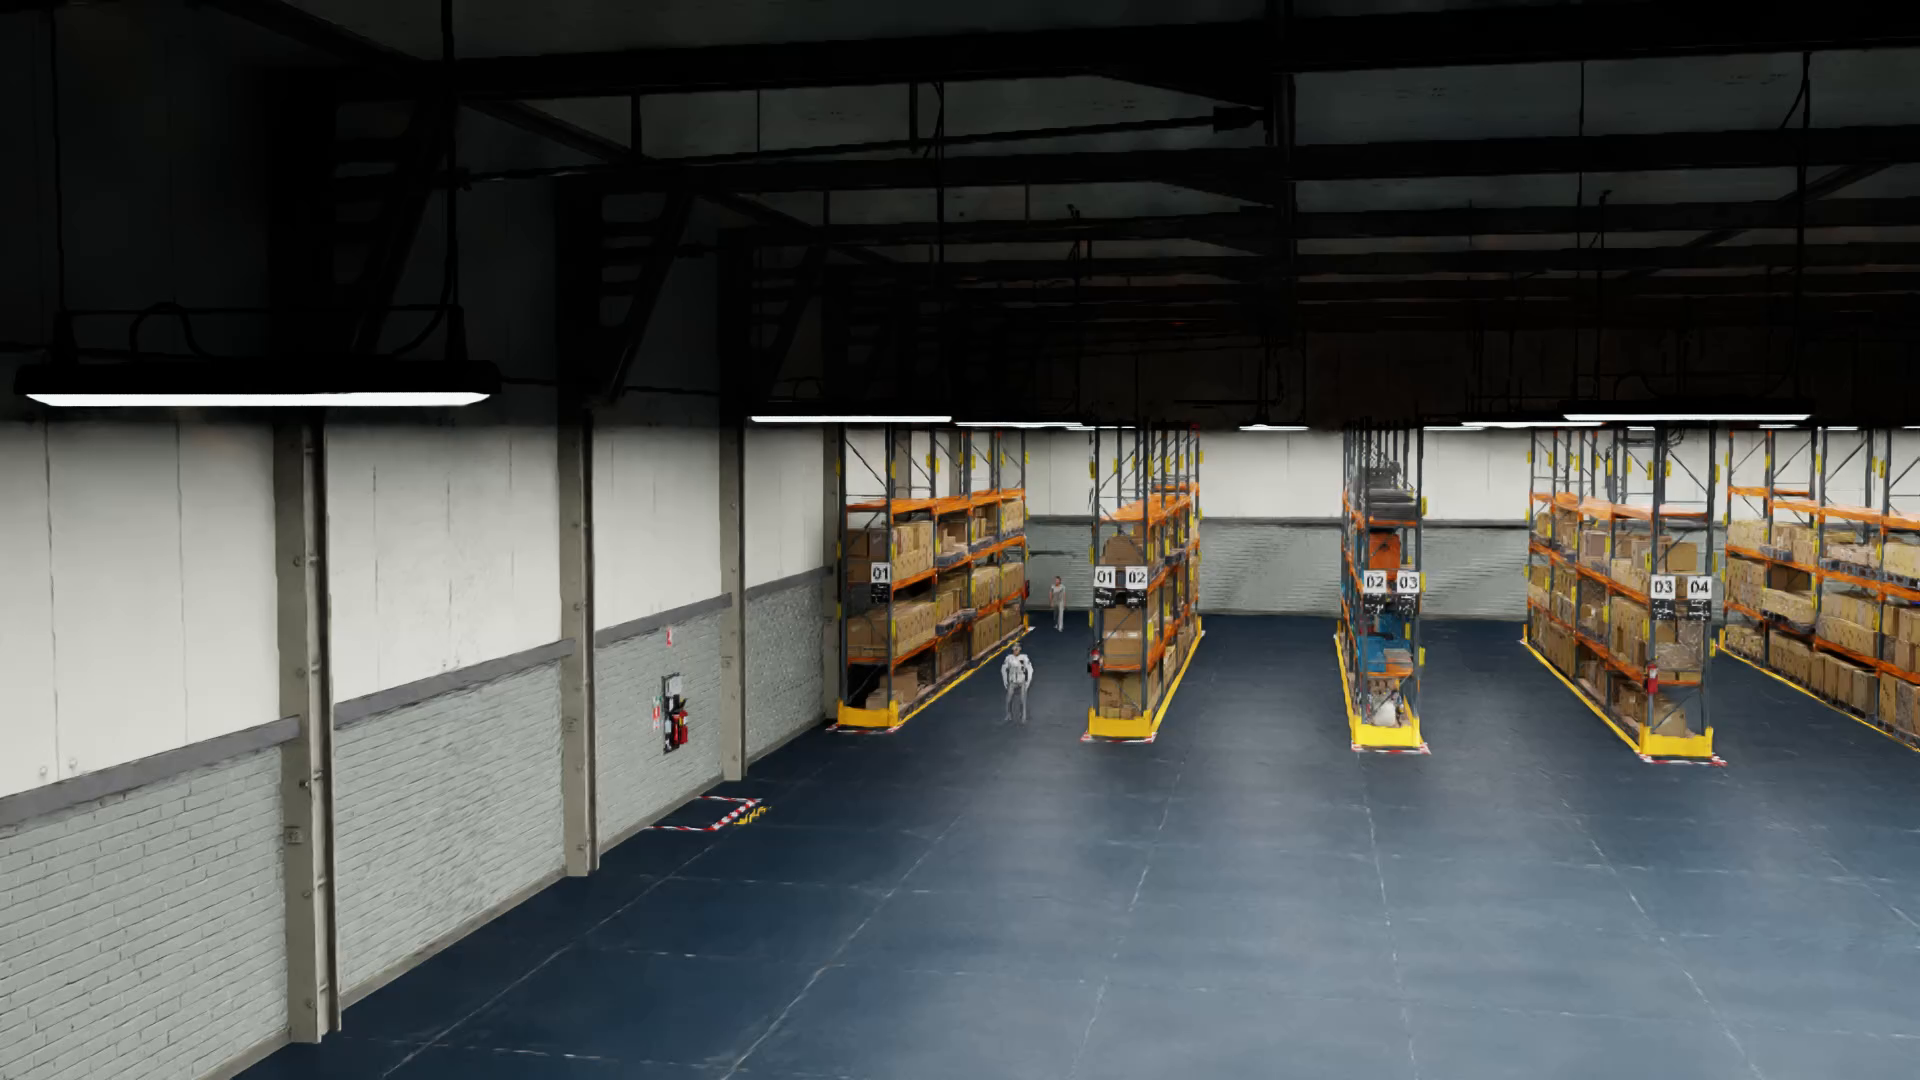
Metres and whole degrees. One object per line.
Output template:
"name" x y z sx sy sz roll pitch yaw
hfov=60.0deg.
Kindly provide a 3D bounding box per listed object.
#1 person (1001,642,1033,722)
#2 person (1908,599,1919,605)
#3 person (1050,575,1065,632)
"person" 1.124 2.787 32.783 0.639 1.631 0.508 1 4 10
"person" 26.874 1.897 46.666 0.502 1.593 0.944 2 4 34
"person" 2.801 1.808 47.883 0.446 1.592 1.107 1 4 9
